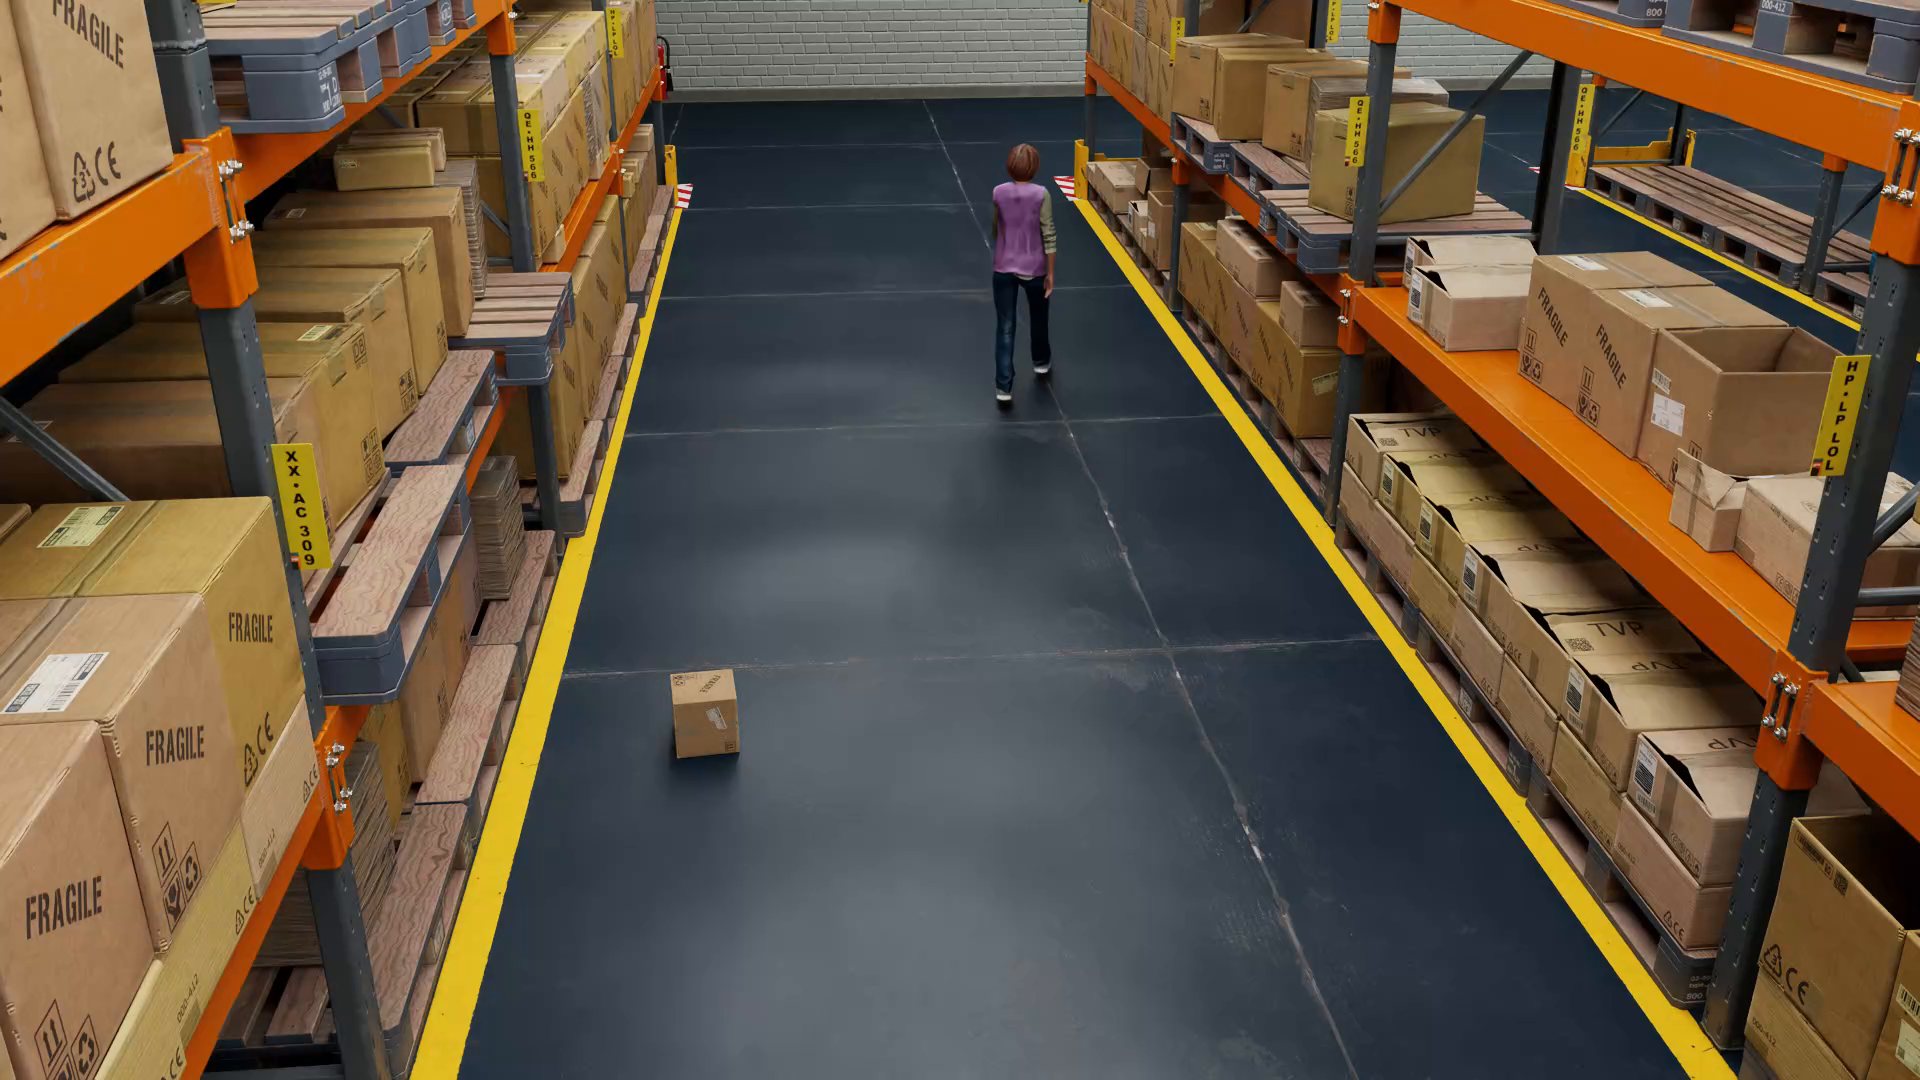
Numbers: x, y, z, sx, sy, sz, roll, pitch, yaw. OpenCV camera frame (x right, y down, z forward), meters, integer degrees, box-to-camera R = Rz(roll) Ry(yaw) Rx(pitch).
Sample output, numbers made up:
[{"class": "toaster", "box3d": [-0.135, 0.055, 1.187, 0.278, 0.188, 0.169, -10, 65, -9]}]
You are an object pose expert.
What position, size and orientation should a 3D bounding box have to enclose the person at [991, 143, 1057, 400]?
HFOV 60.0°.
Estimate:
[{"class": "person", "box3d": [0.401, -1.716, 10.431, 0.429, 1.535, 0.942, 4, 24, 8]}]
